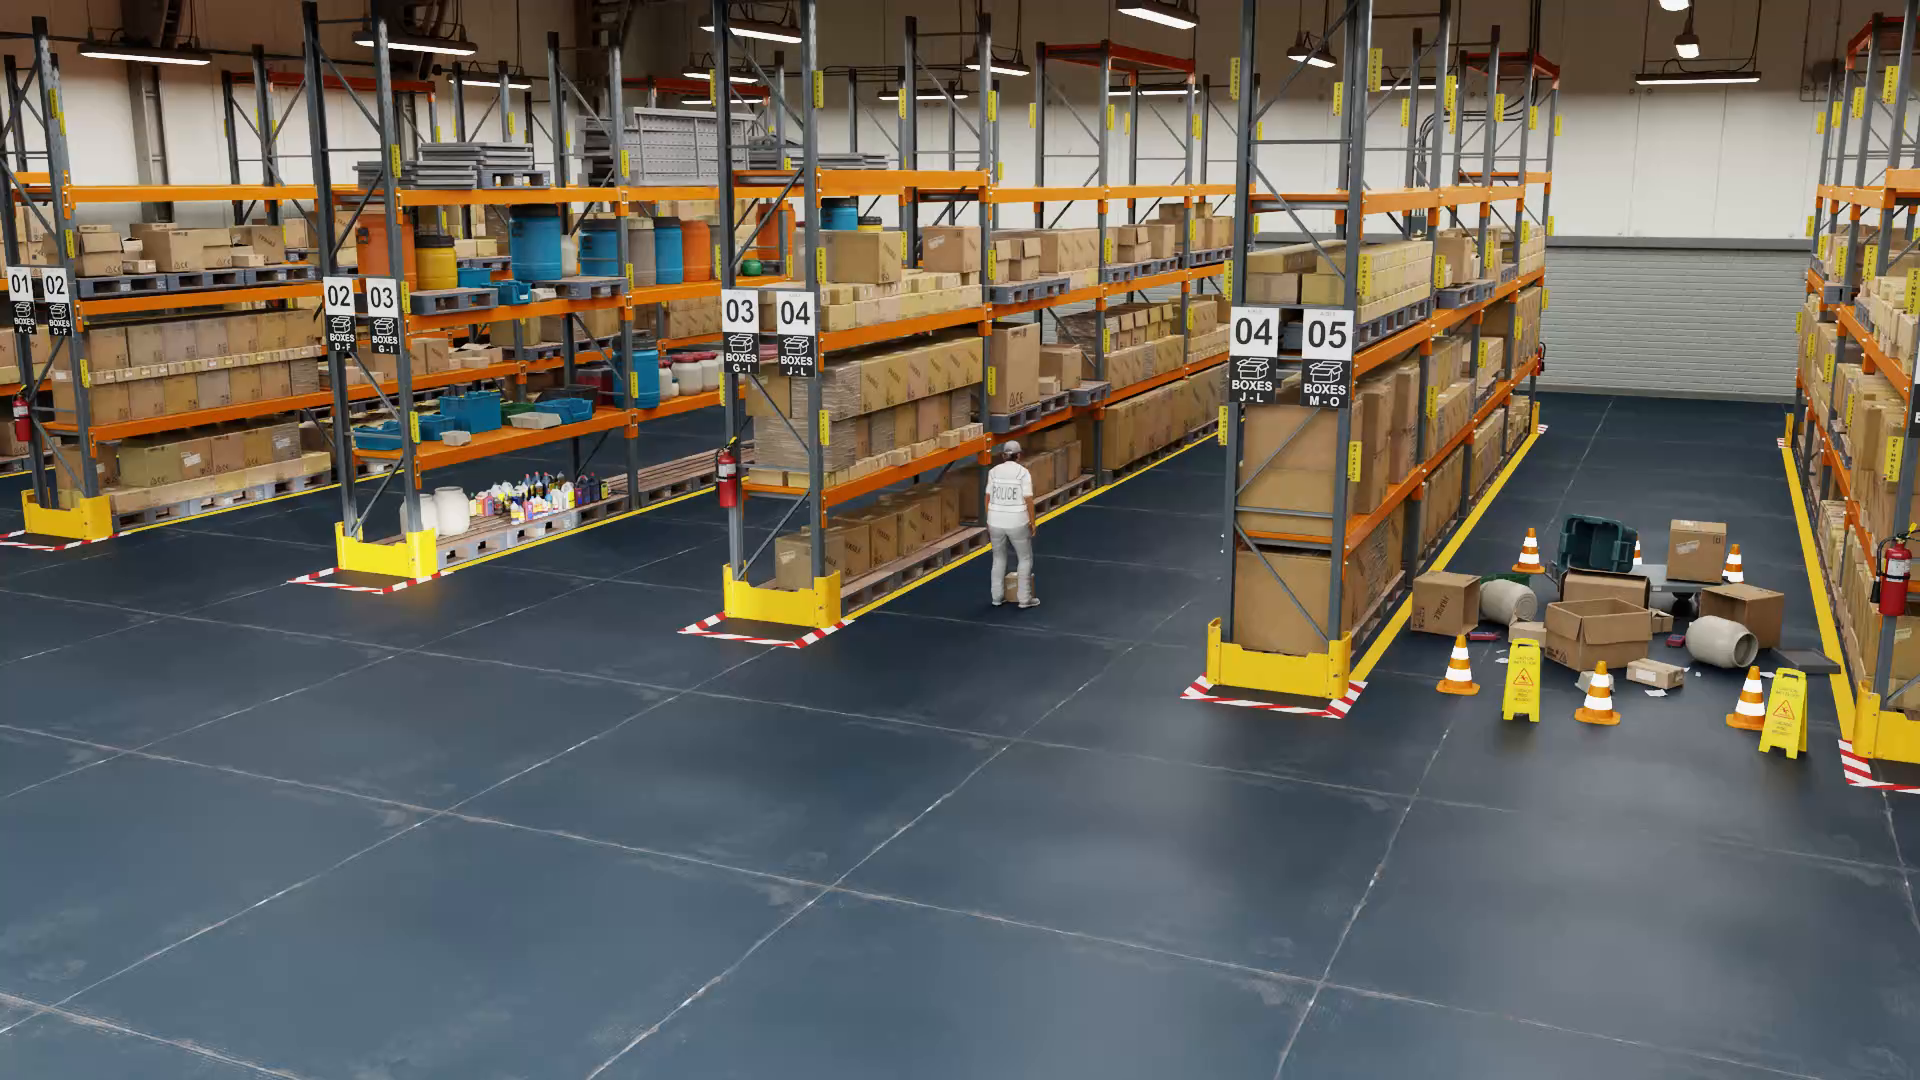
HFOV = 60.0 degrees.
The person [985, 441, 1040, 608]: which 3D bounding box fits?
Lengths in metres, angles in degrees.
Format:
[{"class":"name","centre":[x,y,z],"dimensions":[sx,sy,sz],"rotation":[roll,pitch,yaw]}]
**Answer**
[{"class":"person","centre":[0.523,-0.162,16.689],"dimensions":[0.540,1.667,0.467],"rotation":[5,13,23]}]
